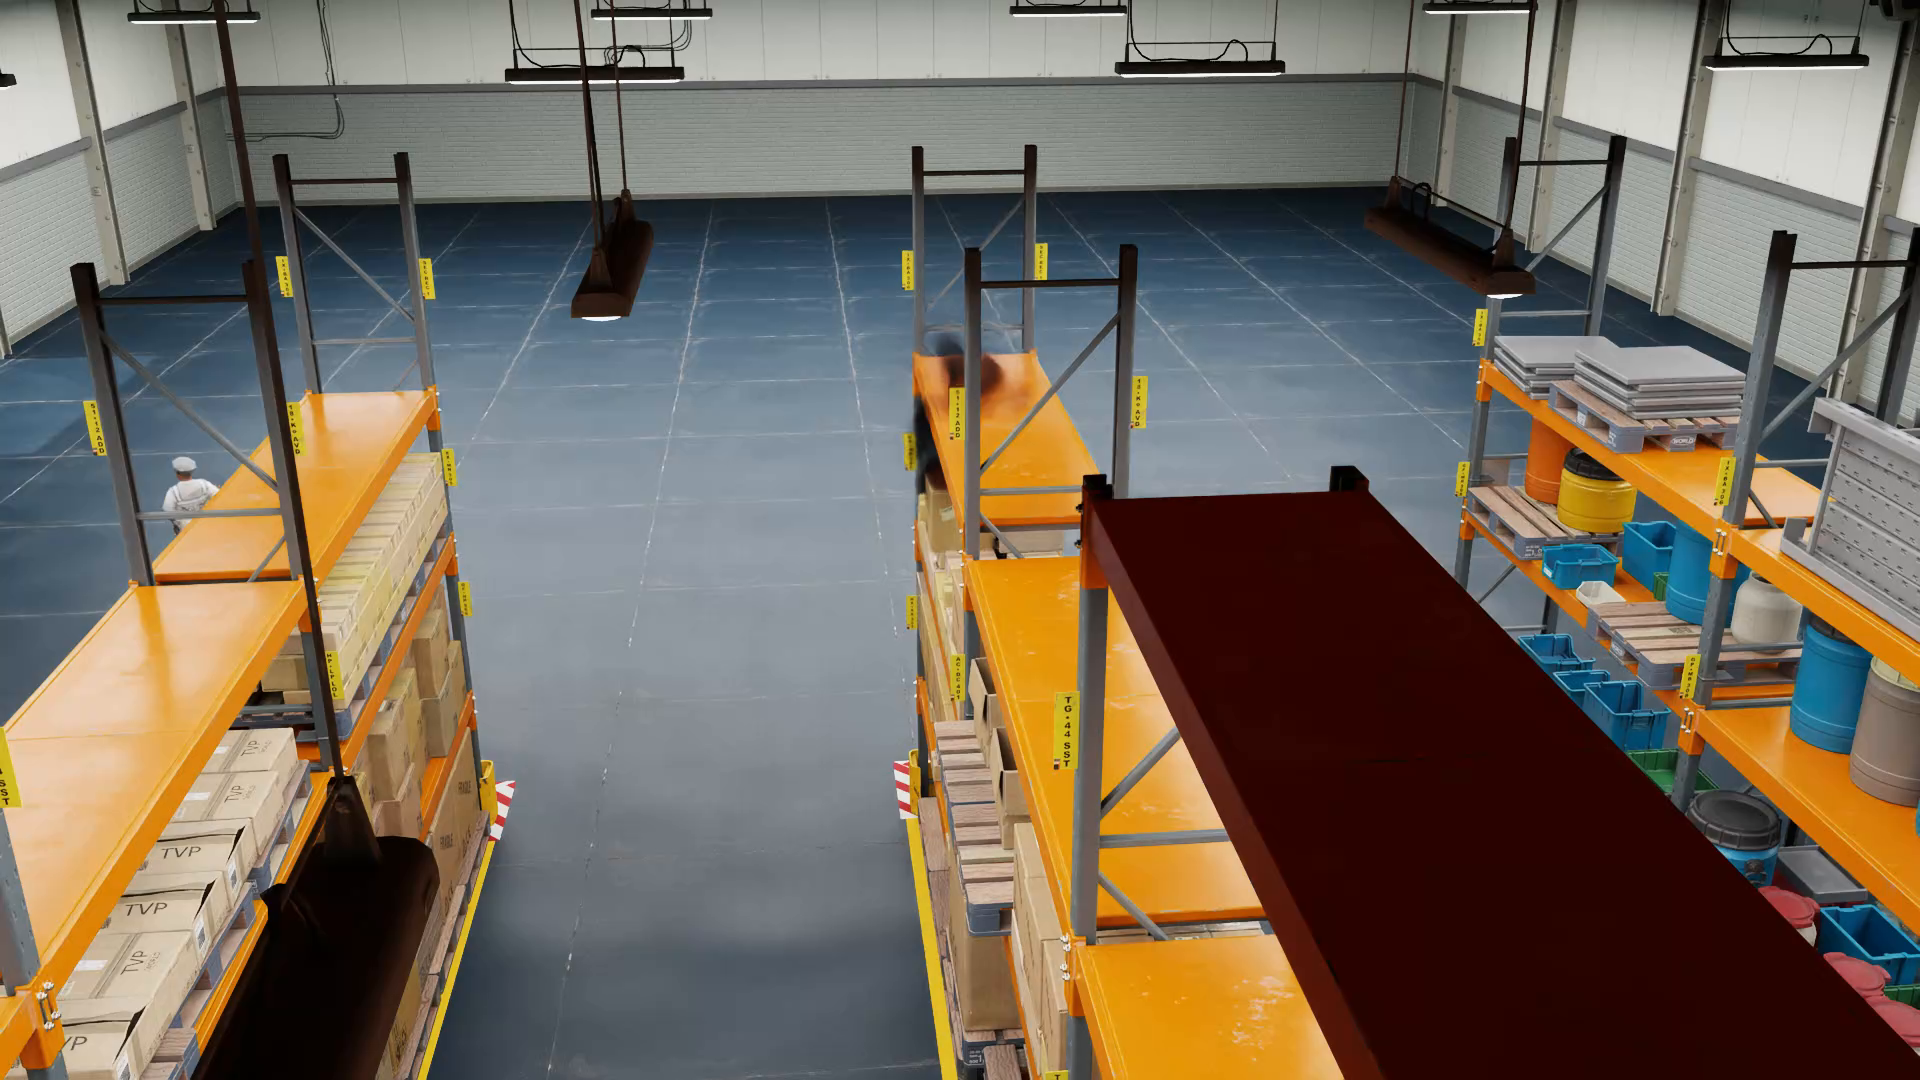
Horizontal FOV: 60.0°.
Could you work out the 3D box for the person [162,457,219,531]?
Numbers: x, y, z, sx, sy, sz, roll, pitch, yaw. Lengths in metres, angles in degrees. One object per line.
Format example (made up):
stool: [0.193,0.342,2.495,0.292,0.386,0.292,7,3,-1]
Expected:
person: [-8.927,-0.516,19.270,0.486,0.901,0.613,15,26,32]

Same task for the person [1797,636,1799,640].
person: [8.815,0.454,17.943,0.780,1.621,0.686,12,25,28]

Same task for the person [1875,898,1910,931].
person: [7.359,2.528,12.997,0.612,1.551,0.511,-6,22,-14]
